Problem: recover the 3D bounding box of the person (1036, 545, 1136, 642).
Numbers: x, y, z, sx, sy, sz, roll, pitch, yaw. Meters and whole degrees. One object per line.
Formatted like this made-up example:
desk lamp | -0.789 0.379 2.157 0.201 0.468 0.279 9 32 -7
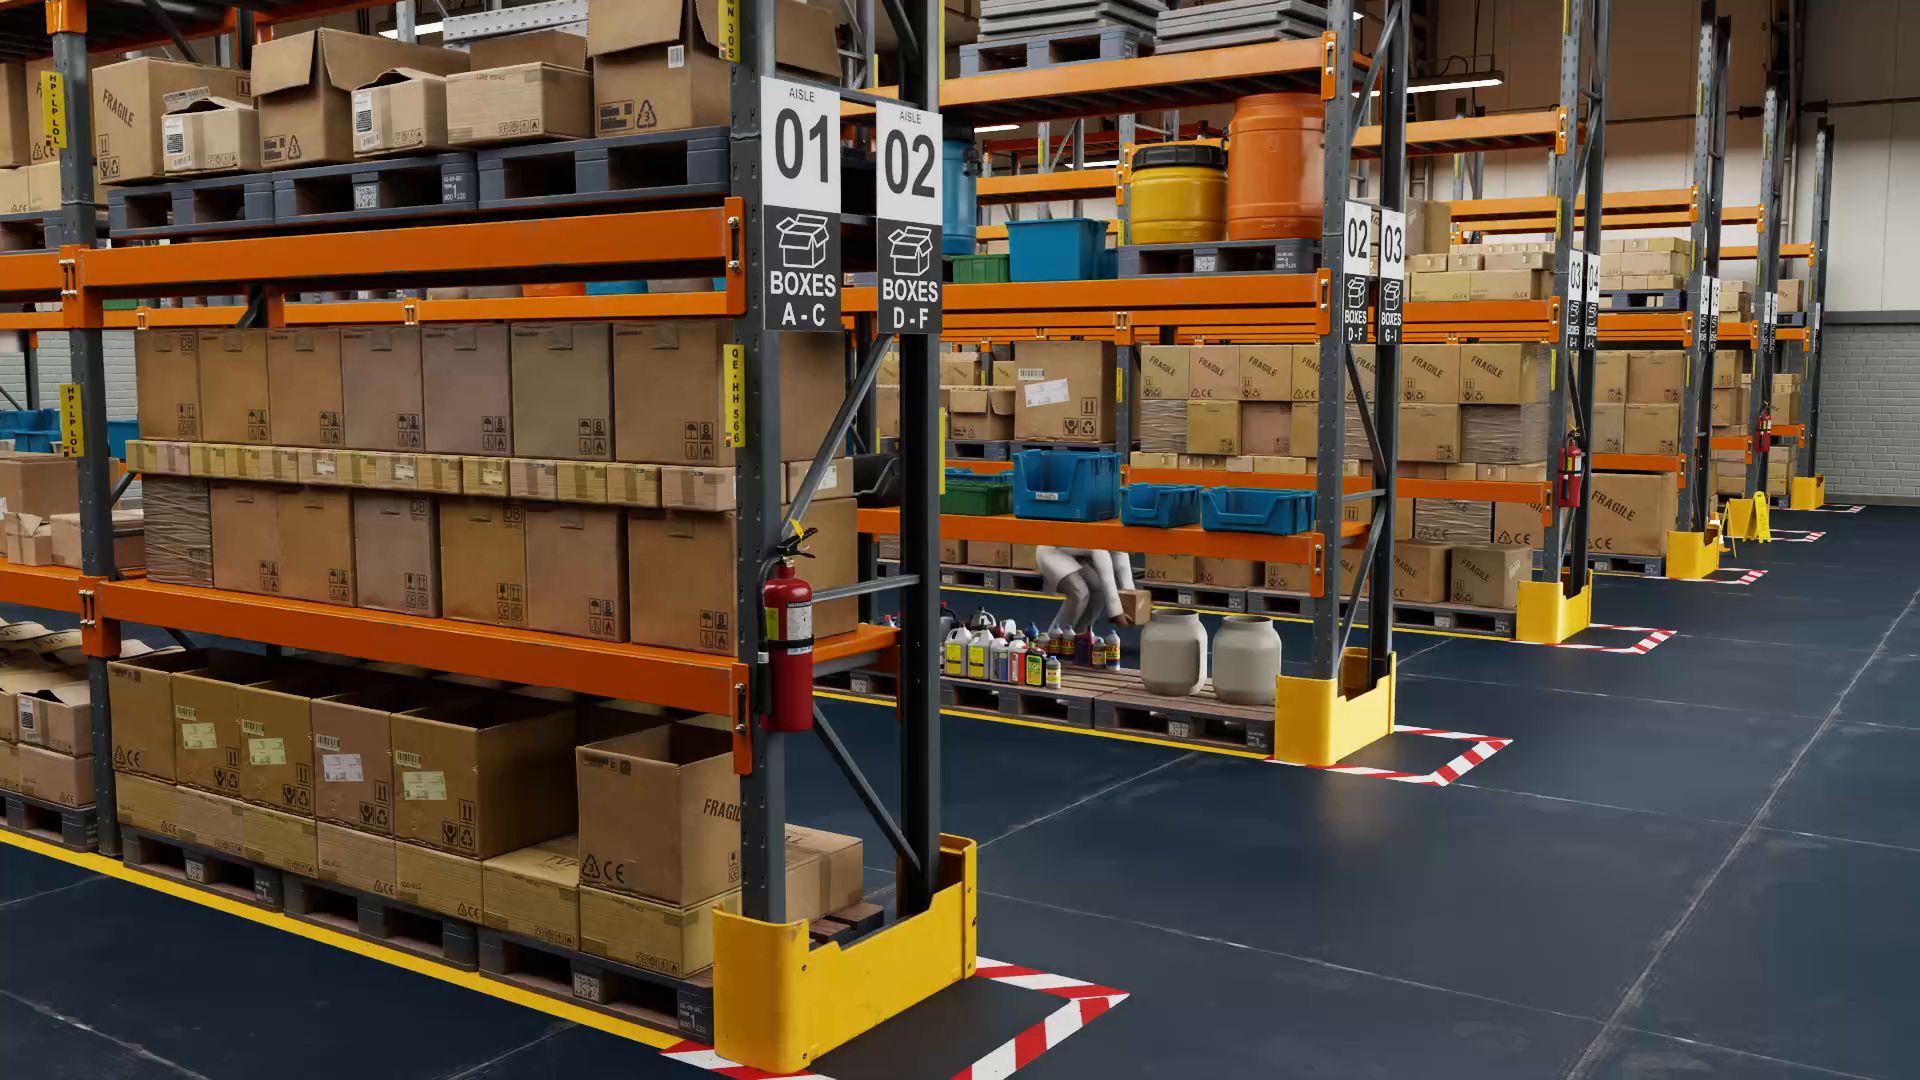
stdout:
person | 1.057 0.356 13.357 0.943 1.047 0.592 4 7 31
